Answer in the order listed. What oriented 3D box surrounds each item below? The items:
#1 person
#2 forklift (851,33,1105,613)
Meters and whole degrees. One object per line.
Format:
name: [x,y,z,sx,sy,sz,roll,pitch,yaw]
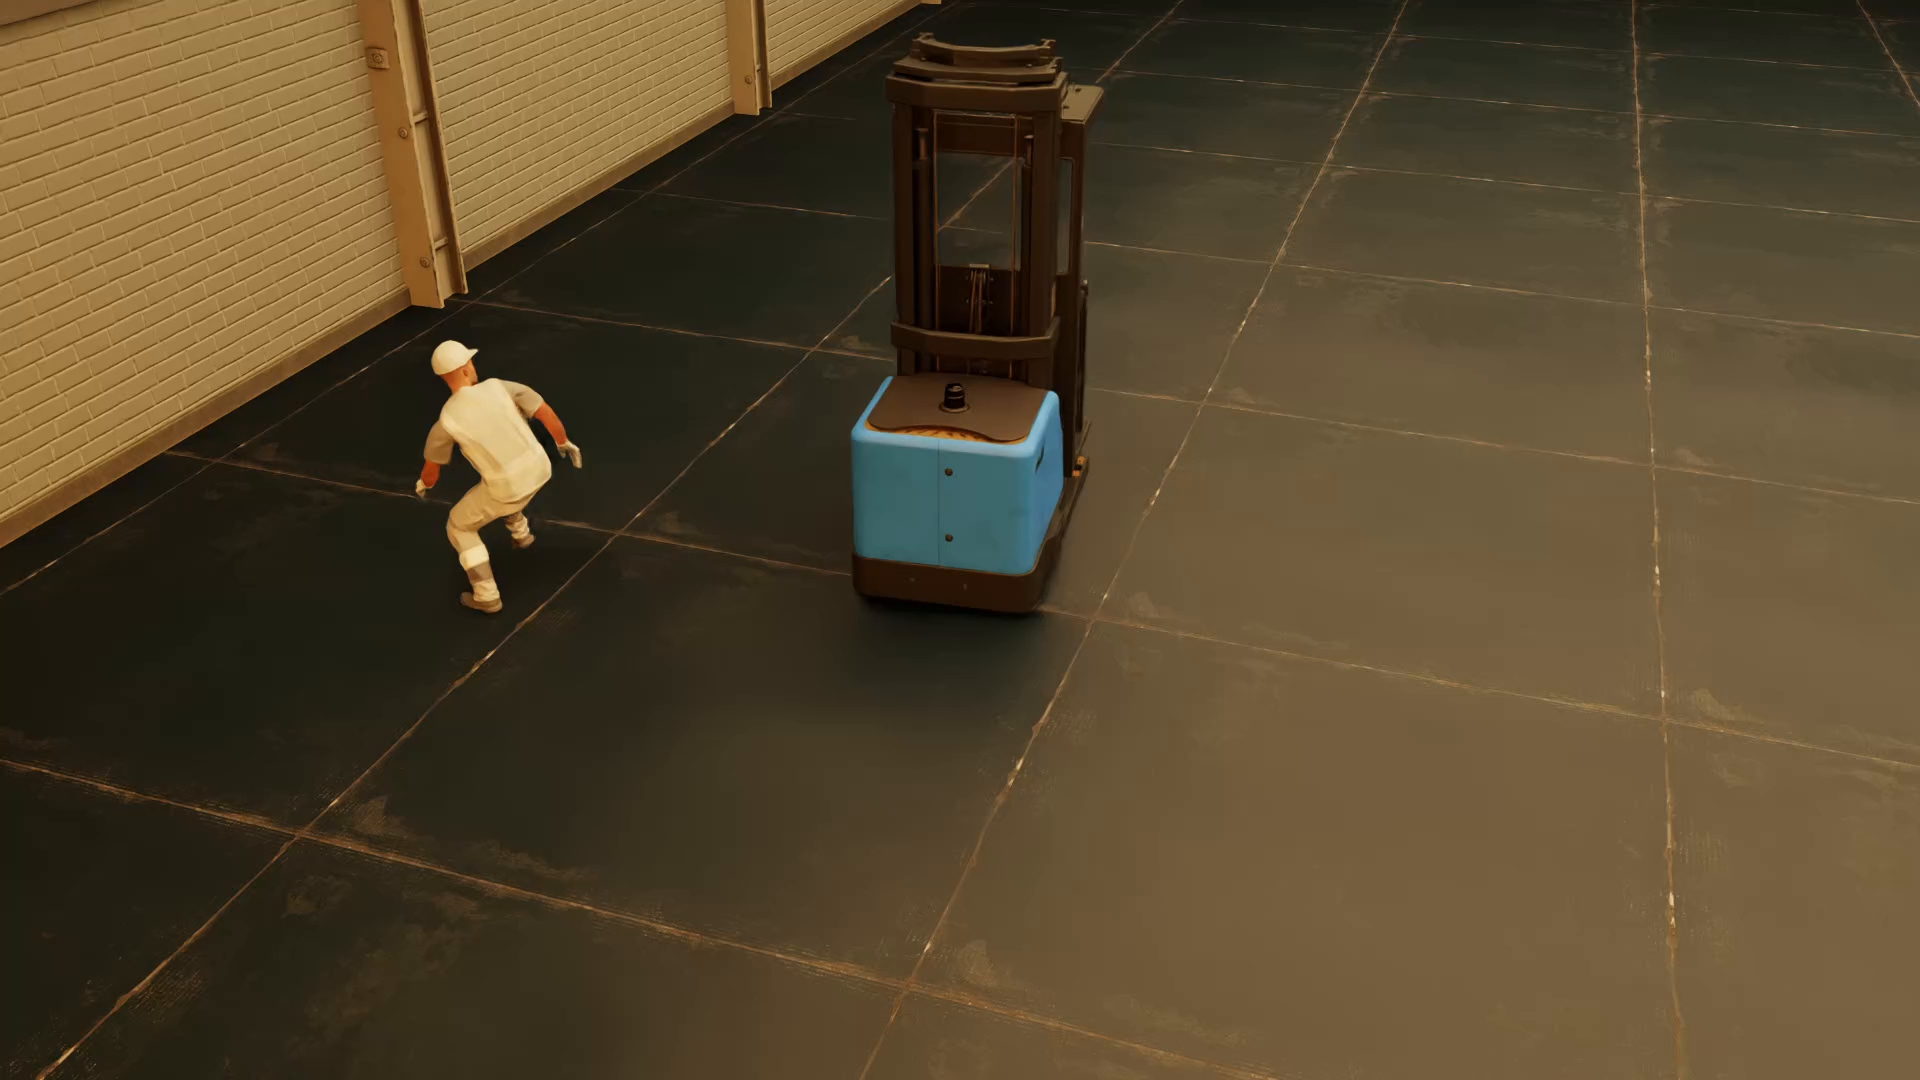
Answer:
person: [-2.620,-0.419,9.322,0.701,1.542,0.801,24,37,35]
forklift: [0.220,-1.584,9.915,1.130,2.935,3.031,6,30,11]
